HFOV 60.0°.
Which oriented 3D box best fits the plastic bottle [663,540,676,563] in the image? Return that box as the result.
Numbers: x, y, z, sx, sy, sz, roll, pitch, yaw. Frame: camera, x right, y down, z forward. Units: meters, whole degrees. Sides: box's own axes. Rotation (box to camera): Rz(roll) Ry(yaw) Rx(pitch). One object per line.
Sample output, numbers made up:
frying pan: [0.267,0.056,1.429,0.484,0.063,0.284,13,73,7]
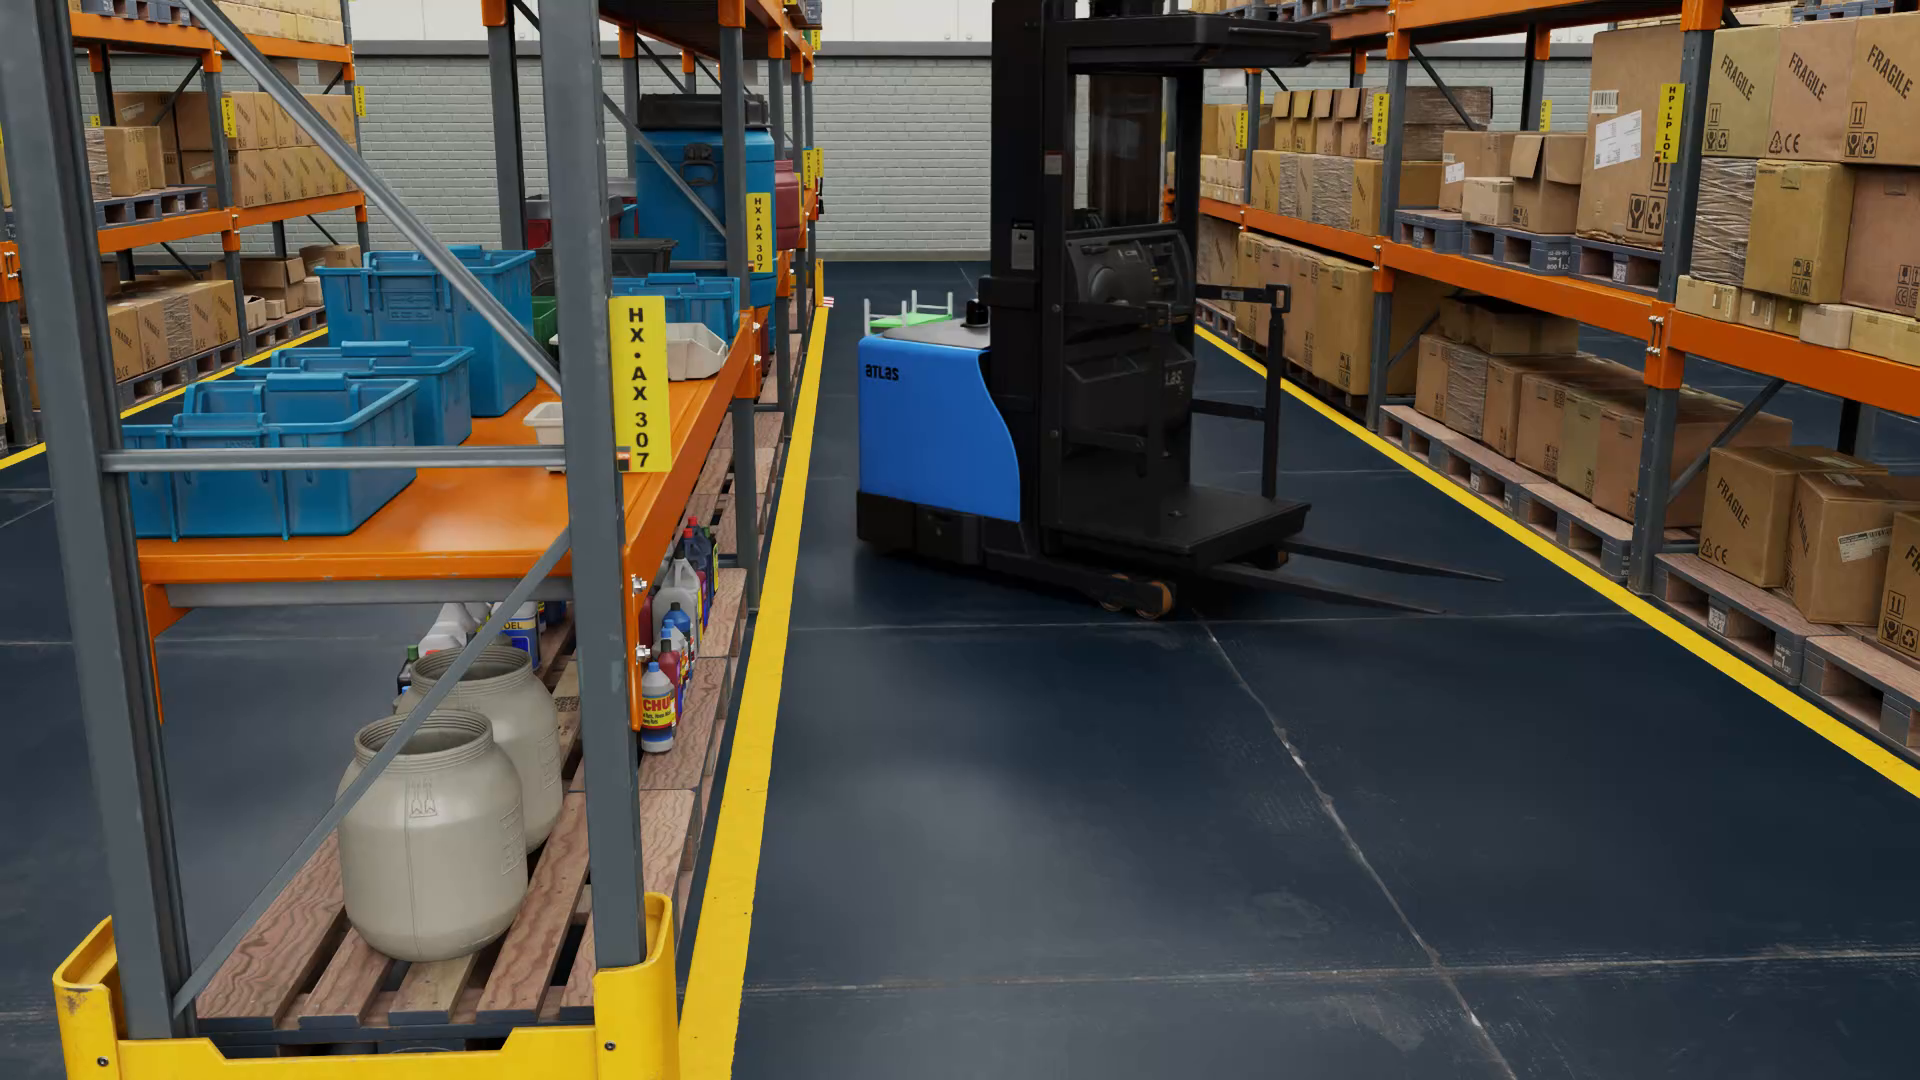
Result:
plastic bottle: [-1.201,0.090,6.592,0.144,0.351,0.185,-1,14,-3]

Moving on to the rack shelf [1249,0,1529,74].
rack shelf: [3.187,-3.811,12.743,1.077,0.370,4.000,-1,14,-3]

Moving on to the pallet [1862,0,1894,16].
pallet: [8.020,-4.204,13.204,1.213,0.211,1.003,-1,14,-3]

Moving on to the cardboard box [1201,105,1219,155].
cardboard box: [2.645,-4.257,17.251,0.500,0.500,0.500,-1,14,-5]

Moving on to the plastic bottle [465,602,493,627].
plastic bottle: [-1.710,0.291,5.807,0.144,0.351,0.185,-1,14,-4]

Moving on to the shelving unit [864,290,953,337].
shelving unit: [-0.265,-0.690,8.802,0.258,1.200,0.503,8,16,27]

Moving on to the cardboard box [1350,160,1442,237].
cardboard box: [3.034,-2.377,11.543,0.500,0.500,0.500,0,14,-2]

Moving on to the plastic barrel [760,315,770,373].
plastic barrel: [-1.749,-1.571,12.608,0.600,0.588,0.708,-1,14,-3]

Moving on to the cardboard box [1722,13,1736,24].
cardboard box: [7.669,-5.004,16.237,0.500,0.250,0.500,-1,14,-4]

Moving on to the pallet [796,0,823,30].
pallet: [-1.734,-4.296,13.561,1.213,0.211,1.003,-1,14,-3]

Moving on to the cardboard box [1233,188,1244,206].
cardboard box: [2.718,-3.153,15.267,0.380,0.149,0.250,-1,14,-3]

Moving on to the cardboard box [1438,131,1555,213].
cardboard box: [3.385,-2.328,10.509,0.500,0.500,0.500,-3,15,-10]

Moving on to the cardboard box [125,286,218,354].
cardboard box: [-6.485,-1.813,13.688,0.500,0.500,0.500,-1,14,-3]

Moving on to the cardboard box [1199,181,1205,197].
cardboard box: [2.623,-3.536,16.755,0.380,0.149,0.250,-1,14,-3]

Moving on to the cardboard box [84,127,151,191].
cardboard box: [-6.912,-3.013,13.172,0.700,0.500,0.500,1,14,5]

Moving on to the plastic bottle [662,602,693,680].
plastic bottle: [-0.978,0.349,5.744,0.097,0.271,0.097,0,14,0]

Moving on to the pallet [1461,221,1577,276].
pallet: [3.475,-1.625,9.207,1.003,0.211,1.213,-1,14,-3]

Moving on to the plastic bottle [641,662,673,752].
plastic bottle: [-0.938,0.509,5.120,0.097,0.271,0.097,0,14,0]

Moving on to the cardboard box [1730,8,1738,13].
cardboard box: [7.680,-5.248,16.181,0.500,0.250,0.500,0,14,-1]

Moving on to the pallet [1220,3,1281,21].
pallet: [3.023,-4.818,15.389,1.003,0.211,1.213,-1,14,-3]

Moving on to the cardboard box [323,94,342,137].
cardboard box: [-6.738,-4.348,17.197,0.500,0.500,0.500,0,14,-2]

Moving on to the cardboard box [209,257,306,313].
cardboard box: [-6.945,-2.523,16.441,0.797,0.503,0.637,-1,14,-3]

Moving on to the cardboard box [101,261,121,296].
cardboard box: [-6.975,-2.045,13.084,0.500,0.250,0.500,-1,14,-3]

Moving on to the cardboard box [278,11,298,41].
cardboard box: [-6.698,-4.930,15.949,0.500,0.250,0.500,-1,14,-3]

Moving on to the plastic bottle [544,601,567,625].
plastic bottle: [-1.604,0.137,6.409,0.144,0.351,0.185,-1,14,-3]

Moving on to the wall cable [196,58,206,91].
wall cable: [-12.009,-6.783,23.063,3.097,2.526,0.112,-1,14,-3]

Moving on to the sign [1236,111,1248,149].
sign: [2.510,-3.653,14.808,0.100,0.325,0.005,-1,14,-3]

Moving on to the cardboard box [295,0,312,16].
cardboard box: [-6.727,-5.297,16.370,0.500,0.250,0.500,-1,14,-3]

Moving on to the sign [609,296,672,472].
sign: [-0.587,-0.285,3.058,0.100,0.325,0.005,-1,14,-3]

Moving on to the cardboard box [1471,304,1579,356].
cardboard box: [3.426,-1.277,10.099,0.500,0.250,0.500,1,14,3]

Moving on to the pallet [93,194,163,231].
pallet: [-6.701,-2.448,12.406,1.003,0.211,1.213,-1,14,-3]

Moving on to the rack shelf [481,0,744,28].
rack shelf: [-1.260,-1.745,4.713,1.077,0.370,4.000,-1,14,-3]

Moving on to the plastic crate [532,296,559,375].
plastic crate: [-1.582,-0.694,5.628,0.450,0.188,0.662,-1,14,-3]

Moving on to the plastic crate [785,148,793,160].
plastic crate: [-1.685,-3.414,15.526,0.402,0.464,0.583,-1,14,-3]

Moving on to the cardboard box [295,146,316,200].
cardboard box: [-6.680,-3.610,16.336,0.500,0.500,0.500,-1,14,-4]

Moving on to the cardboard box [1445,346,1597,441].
cardboard box: [3.420,-0.908,10.169,0.700,0.500,0.500,-2,15,-8]

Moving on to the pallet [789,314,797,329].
pallet: [-1.964,-1.960,15.719,1.003,0.211,1.213,-1,14,-3]

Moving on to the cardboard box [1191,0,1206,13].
cardboard box: [2.816,-5.682,17.325,0.700,0.500,0.500,-1,14,-5]

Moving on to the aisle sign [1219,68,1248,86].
aisle sign: [3.111,-5.481,18.590,0.394,0.787,0.004,-1,14,-3]

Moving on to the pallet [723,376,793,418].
pallet: [-1.722,-0.978,11.904,1.003,0.211,1.213,-1,14,-3]

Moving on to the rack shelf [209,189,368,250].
rack shelf: [-6.948,-3.201,16.392,1.077,0.370,4.000,-1,14,-3]

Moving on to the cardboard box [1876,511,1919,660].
cardboard box: [3.704,0.188,5.949,0.500,0.500,0.500,-2,15,-8]

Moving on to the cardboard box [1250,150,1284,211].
cardboard box: [2.843,-3.134,14.488,0.500,0.500,0.500,-1,14,-3]

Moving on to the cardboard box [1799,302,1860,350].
cardboard box: [3.317,-0.786,6.065,0.380,0.149,0.250,-1,14,-3]

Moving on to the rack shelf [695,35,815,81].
rack shelf: [-2.004,-4.729,16.312,1.077,0.370,4.000,-1,14,-3]

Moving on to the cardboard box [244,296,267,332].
cardboard box: [-6.634,-2.071,15.068,0.500,0.311,0.500,-1,14,-3]

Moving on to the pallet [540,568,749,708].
pallet: [-1.384,0.380,6.626,1.003,0.211,1.213,-1,14,-3]

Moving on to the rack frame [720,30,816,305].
rack frame: [-2.128,-4.123,18.529,1.000,3.000,0.127,-1,14,-3]

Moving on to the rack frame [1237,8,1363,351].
rack frame: [3.064,-3.204,14.960,1.000,3.000,0.127,-1,14,-3]

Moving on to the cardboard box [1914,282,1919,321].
cardboard box: [3.642,-0.922,5.291,0.875,0.500,0.500,-1,14,-3]

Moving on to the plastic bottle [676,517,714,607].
plastic bottle: [-1.057,0.087,6.600,0.144,0.351,0.185,-1,14,-5]

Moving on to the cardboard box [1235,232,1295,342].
cardboard box: [3.123,-2.220,14.555,1.225,0.875,0.875,-1,14,-3]

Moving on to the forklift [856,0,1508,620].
forklift: [0.940,-1.223,7.399,3.031,2.935,1.130,12,19,38]
